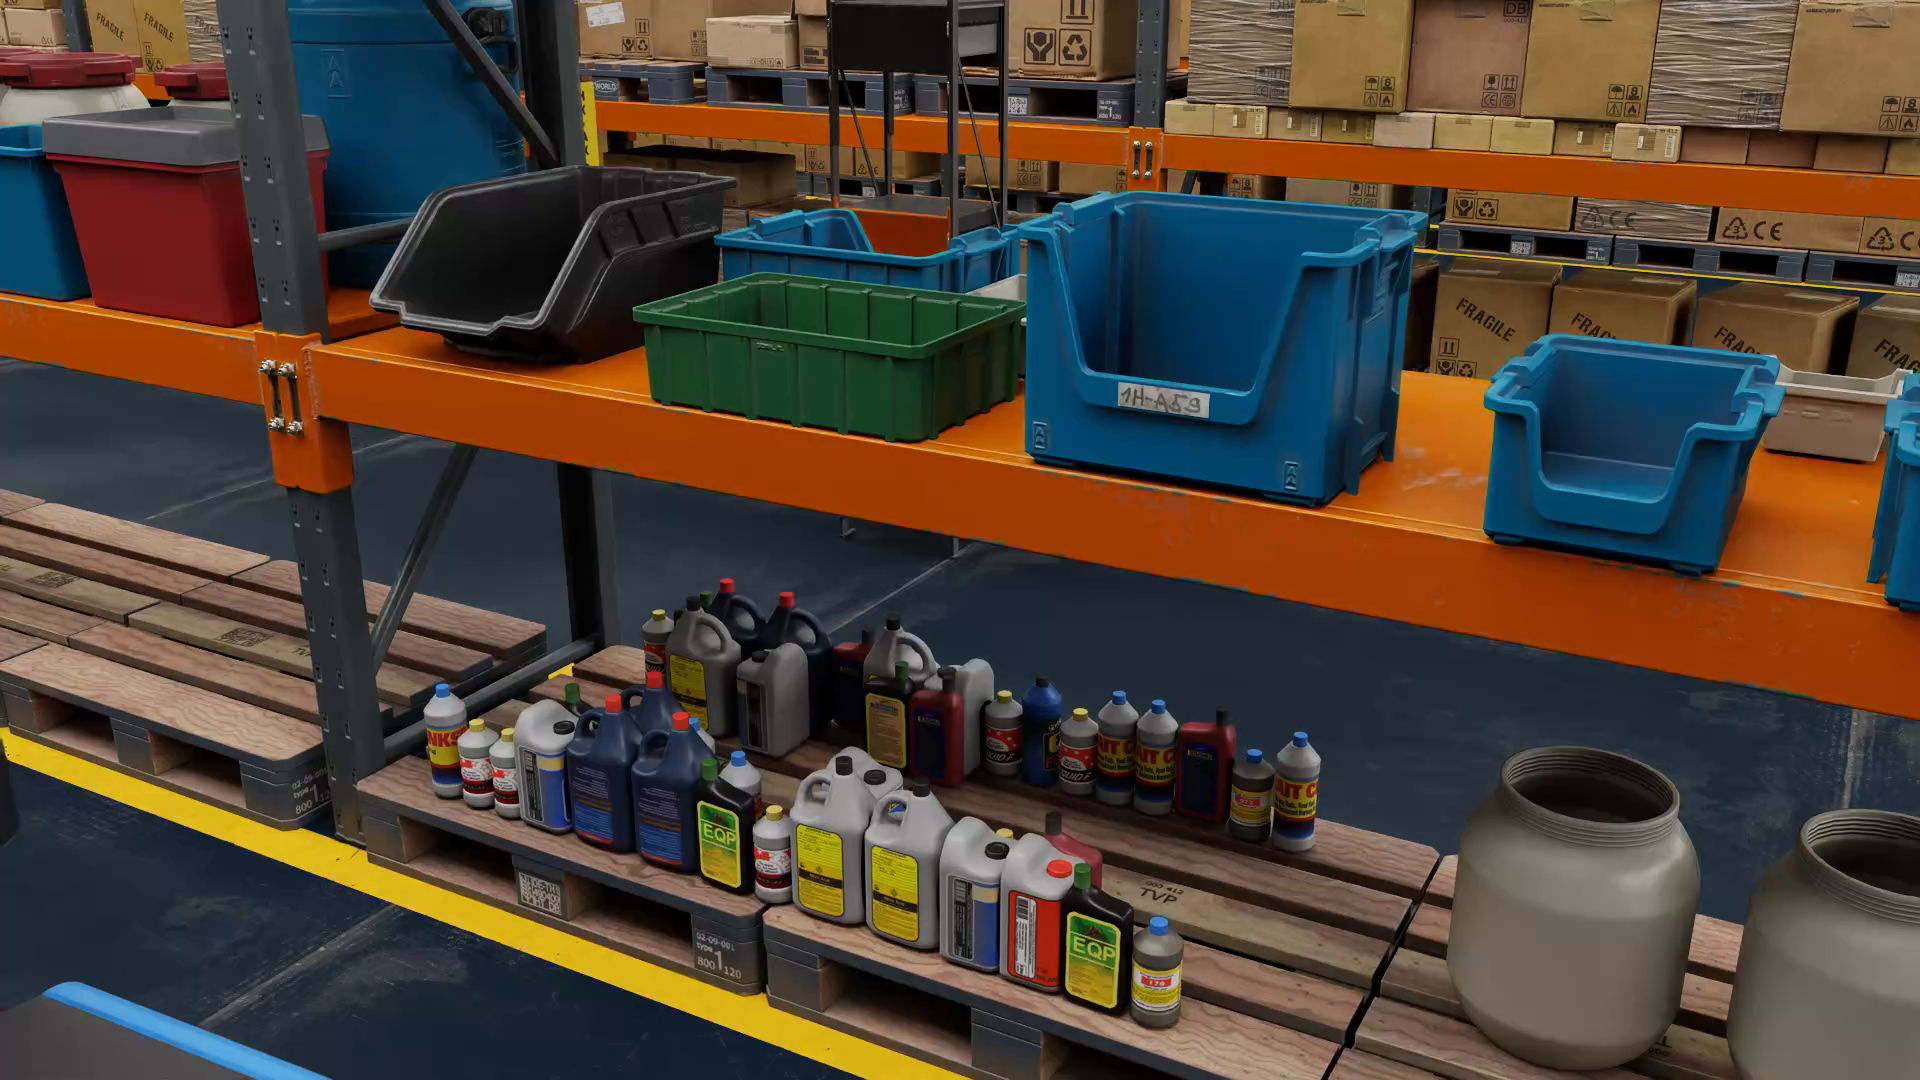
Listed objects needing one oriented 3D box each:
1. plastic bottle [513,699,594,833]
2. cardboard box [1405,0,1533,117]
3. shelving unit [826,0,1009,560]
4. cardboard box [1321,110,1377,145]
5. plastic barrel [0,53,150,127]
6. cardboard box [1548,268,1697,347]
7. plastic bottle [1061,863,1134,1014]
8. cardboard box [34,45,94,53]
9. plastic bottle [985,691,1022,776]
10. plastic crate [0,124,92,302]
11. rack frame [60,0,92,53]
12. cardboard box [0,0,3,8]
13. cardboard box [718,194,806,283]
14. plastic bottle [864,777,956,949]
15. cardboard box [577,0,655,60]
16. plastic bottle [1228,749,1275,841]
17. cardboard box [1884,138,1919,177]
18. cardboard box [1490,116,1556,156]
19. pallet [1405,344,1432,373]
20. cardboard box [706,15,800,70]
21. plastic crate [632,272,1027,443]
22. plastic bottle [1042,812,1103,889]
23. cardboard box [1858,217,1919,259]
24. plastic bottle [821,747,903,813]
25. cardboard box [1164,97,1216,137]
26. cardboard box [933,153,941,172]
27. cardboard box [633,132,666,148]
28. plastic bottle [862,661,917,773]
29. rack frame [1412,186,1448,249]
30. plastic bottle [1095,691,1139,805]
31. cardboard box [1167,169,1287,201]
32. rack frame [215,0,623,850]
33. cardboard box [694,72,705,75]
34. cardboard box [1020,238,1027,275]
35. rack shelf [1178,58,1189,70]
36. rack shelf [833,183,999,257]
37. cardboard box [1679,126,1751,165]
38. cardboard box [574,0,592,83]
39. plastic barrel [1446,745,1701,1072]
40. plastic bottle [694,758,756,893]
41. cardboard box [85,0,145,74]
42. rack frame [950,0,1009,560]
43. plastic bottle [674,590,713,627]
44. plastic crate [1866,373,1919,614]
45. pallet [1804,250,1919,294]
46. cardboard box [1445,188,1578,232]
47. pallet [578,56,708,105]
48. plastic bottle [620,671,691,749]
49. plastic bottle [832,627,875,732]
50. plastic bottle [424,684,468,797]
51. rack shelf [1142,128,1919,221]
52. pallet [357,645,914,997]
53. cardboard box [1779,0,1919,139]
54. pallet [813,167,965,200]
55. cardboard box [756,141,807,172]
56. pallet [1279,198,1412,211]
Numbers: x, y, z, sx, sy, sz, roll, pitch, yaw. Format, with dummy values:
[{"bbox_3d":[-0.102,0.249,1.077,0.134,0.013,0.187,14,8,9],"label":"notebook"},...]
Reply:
[{"bbox_3d":[-0.939,0.520,3.883,0.135,0.276,0.152,12,23,29],"label":"plastic bottle"},{"bbox_3d":[2.384,-2.204,7.461,0.500,0.500,0.875,11,23,27],"label":"cardboard box"},{"bbox_3d":[-0.145,-1.015,6.083,0.503,2.100,0.431,11,23,27],"label":"shelving unit"},{"bbox_3d":[1.824,-1.897,7.563,0.250,0.149,0.380,11,23,27],"label":"cardboard box"},{"bbox_3d":[-2.668,-1.193,5.057,0.433,0.535,0.433,0,20,0],"label":"plastic barrel"},{"bbox_3d":[2.996,-0.923,7.559,0.500,0.500,0.500,13,24,32],"label":"cardboard box"},{"bbox_3d":[0.265,0.763,3.200,0.133,0.283,0.061,11,23,29],"label":"plastic bottle"},{"bbox_3d":[-6.293,-3.423,11.771,0.250,0.149,0.380,11,23,28],"label":"cardboard box"},{"bbox_3d":[0.110,0.472,4.123,0.097,0.201,0.097,0,20,0],"label":"plastic bottle"},{"bbox_3d":[-2.414,-0.866,4.378,0.575,0.384,0.392,11,23,27],"label":"plastic crate"},{"bbox_3d":[-5.868,-3.588,11.858,0.127,3.000,1.000,11,23,27],"label":"rack frame"},{"bbox_3d":[-6.835,-4.091,11.929,0.500,0.500,0.500,11,23,28],"label":"cardboard box"},{"bbox_3d":[-1.290,-1.761,9.841,0.500,0.500,0.700,9,22,23],"label":"cardboard box"},{"bbox_3d":[-0.098,0.646,3.425,0.185,0.351,0.144,12,23,30],"label":"plastic bottle"},{"bbox_3d":[-1.884,-3.089,9.720,0.500,0.500,0.500,8,21,21],"label":"cardboard box"},{"bbox_3d":[0.672,0.579,3.828,0.097,0.201,0.097,0,20,0],"label":"plastic bottle"},{"bbox_3d":[3.798,-1.528,6.548,0.250,0.149,0.380,11,23,27],"label":"cardboard box"},{"bbox_3d":[2.474,-1.769,7.211,0.250,0.149,0.380,11,23,27],"label":"cardboard box"},{"bbox_3d":[1.720,-0.846,8.387,1.213,0.211,1.003,11,23,27],"label":"pallet"},{"bbox_3d":[-1.024,-2.703,9.021,0.500,0.250,0.500,10,22,26],"label":"cardboard box"},{"bbox_3d":[-0.251,-0.374,3.307,0.662,0.188,0.450,11,23,27],"label":"plastic crate"},{"bbox_3d":[0.221,0.695,3.387,0.133,0.283,0.061,11,23,27],"label":"plastic bottle"},{"bbox_3d":[6.492,-2.344,10.928,0.875,0.875,0.875,11,23,28],"label":"cardboard box"},{"bbox_3d":[-0.210,0.602,3.656,0.135,0.276,0.152,11,23,27],"label":"plastic bottle"},{"bbox_3d":[1.158,-2.014,7.887,0.250,0.149,0.380,11,23,27],"label":"cardboard box"},{"bbox_3d":[-0.361,-3.598,14.936,0.500,0.500,0.500,10,22,25],"label":"cardboard box"},{"bbox_3d":[-2.845,-3.868,15.680,0.500,0.500,0.500,12,23,29],"label":"cardboard box"},{"bbox_3d":[-0.174,0.429,4.123,0.133,0.283,0.061,11,23,27],"label":"plastic bottle"},{"bbox_3d":[3.624,-3.717,12.214,0.127,3.000,1.000,11,23,27],"label":"rack frame"},{"bbox_3d":[0.376,0.490,3.972,0.097,0.271,0.097,0,20,0],"label":"plastic bottle"},{"bbox_3d":[2.198,-3.095,13.182,0.750,0.750,1.050,11,23,27],"label":"cardboard box"},{"bbox_3d":[-1.299,-0.783,4.125,0.127,3.000,1.000,11,23,27],"label":"rack frame"},{"bbox_3d":[-2.587,-4.374,15.975,0.500,0.250,0.500,10,22,26],"label":"cardboard box"},{"bbox_3d":[0.591,-1.398,8.840,0.500,0.500,0.700,9,22,23],"label":"cardboard box"},{"bbox_3d":[1.878,-3.712,13.254,4.000,0.370,1.077,11,23,27],"label":"rack shelf"},{"bbox_3d":[-0.145,-1.002,6.088,0.480,0.518,0.431,11,23,27],"label":"rack shelf"},{"bbox_3d":[3.160,-1.663,6.920,0.250,0.149,0.380,11,23,27],"label":"cardboard box"},{"bbox_3d":[-2.667,-3.132,10.453,0.500,0.500,0.500,12,23,29],"label":"cardboard box"},{"bbox_3d":[1.144,0.684,3.113,0.421,0.512,0.421,0,20,0],"label":"plastic barrel"},{"bbox_3d":[-0.508,0.616,3.606,0.133,0.283,0.061,12,23,30],"label":"plastic bottle"},{"bbox_3d":[-5.588,-3.484,11.425,0.500,0.500,0.500,11,23,27],"label":"cardboard box"},{"bbox_3d":[0.069,-0.974,5.971,0.015,2.100,0.400,11,23,27],"label":"rack frame"},{"bbox_3d":[-0.718,0.269,4.564,0.133,0.283,0.061,12,23,30],"label":"plastic bottle"},{"bbox_3d":[1.610,-0.042,2.301,0.616,0.251,0.499,11,23,27],"label":"plastic crate"},{"bbox_3d":[6.380,-1.851,11.158,1.213,0.211,1.003,11,23,27],"label":"pallet"},{"bbox_3d":[4.139,-2.791,12.159,0.875,0.875,0.875,11,23,28],"label":"cardboard box"},{"bbox_3d":[-1.701,-2.746,9.817,1.003,0.211,1.213,11,23,27],"label":"pallet"},{"bbox_3d":[-0.726,0.470,3.910,0.185,0.351,0.144,11,23,27],"label":"plastic bottle"},{"bbox_3d":[-0.266,0.355,4.326,0.133,0.283,0.061,13,23,31],"label":"plastic bottle"},{"bbox_3d":[-1.234,0.476,4.010,0.097,0.271,0.097,0,20,0],"label":"plastic bottle"},{"bbox_3d":[2.863,-1.587,7.396,4.000,0.370,1.077,11,23,27],"label":"rack shelf"},{"bbox_3d":[-0.733,0.652,4.259,1.213,0.211,1.003,11,23,27],"label":"pallet"},{"bbox_3d":[3.647,-1.926,6.694,0.500,0.500,0.875,11,23,27],"label":"cardboard box"},{"bbox_3d":[-0.550,-3.202,14.883,1.213,0.211,1.003,11,23,27],"label":"pallet"},{"bbox_3d":[-1.491,-3.607,14.960,0.500,0.500,0.500,10,22,25],"label":"cardboard box"},{"bbox_3d":[2.913,-2.512,12.982,1.213,0.211,1.003,11,23,27],"label":"pallet"}]
